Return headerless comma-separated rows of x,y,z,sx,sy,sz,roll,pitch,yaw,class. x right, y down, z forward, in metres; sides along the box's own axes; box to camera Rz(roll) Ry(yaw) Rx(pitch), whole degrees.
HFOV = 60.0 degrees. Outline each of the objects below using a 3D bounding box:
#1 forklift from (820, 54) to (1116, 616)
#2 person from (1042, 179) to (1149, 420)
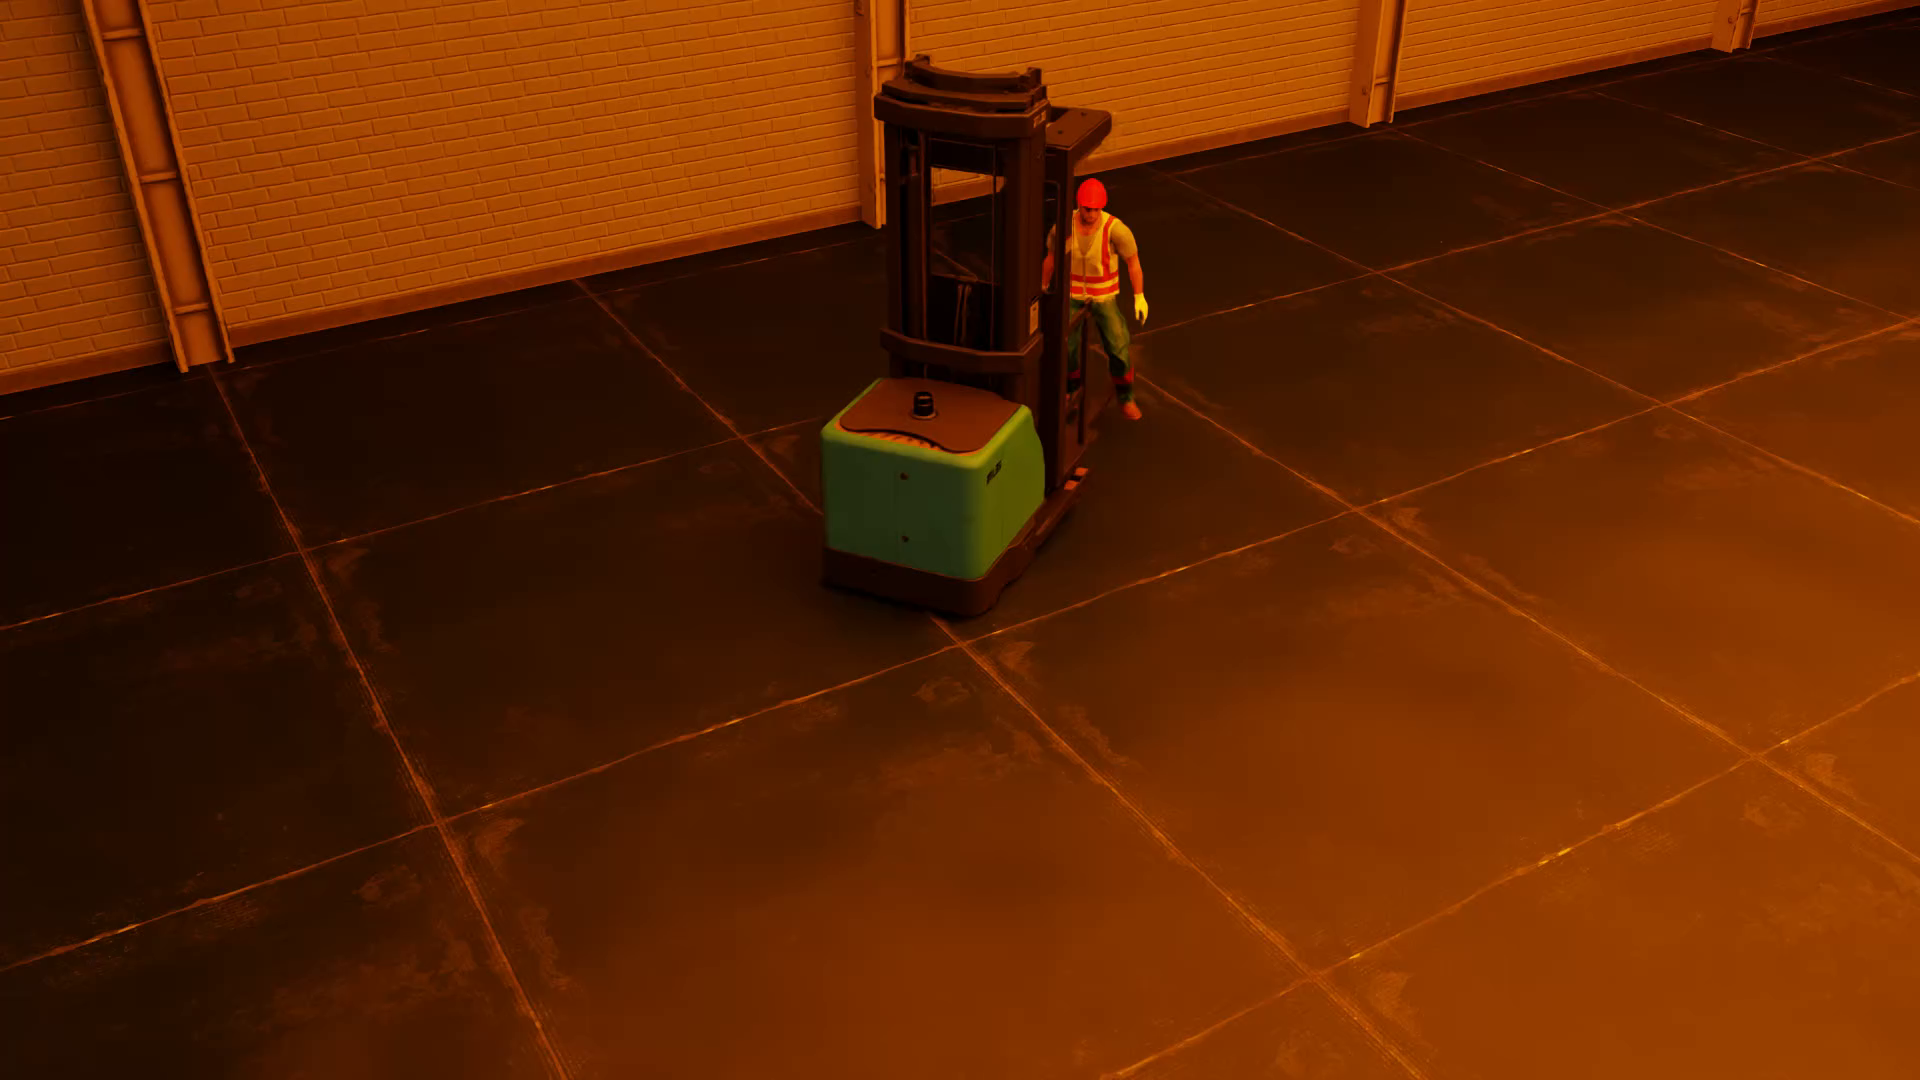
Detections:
0.235,-1.560,10.252,1.130,2.935,3.031,13,33,20,forklift
0.898,-1.664,11.426,0.830,1.708,0.444,8,32,14,person
